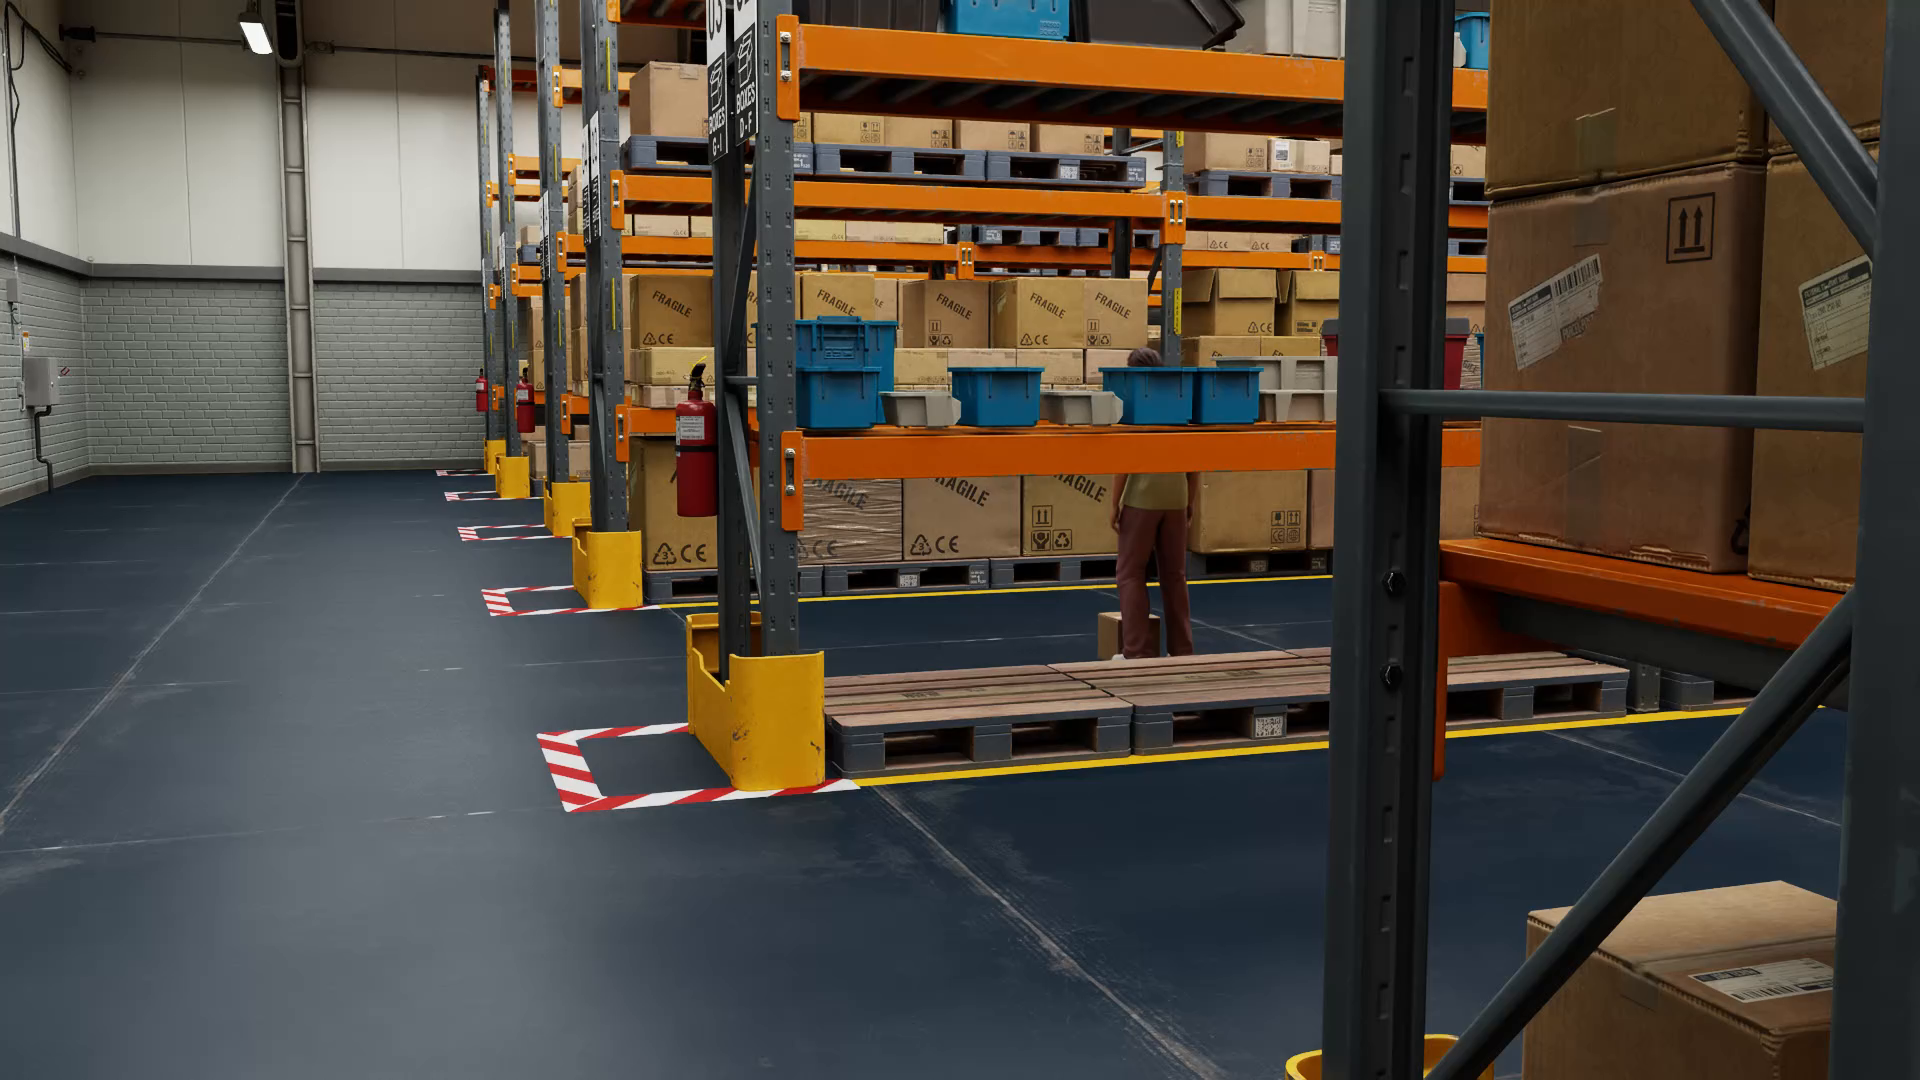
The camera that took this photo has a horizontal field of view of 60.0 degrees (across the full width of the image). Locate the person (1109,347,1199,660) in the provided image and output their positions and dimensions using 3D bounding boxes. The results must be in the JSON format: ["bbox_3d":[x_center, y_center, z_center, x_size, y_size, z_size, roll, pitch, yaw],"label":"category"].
[{"bbox_3d":[0.989,-0.157,8.579,0.511,1.671,0.362,-2,6,-22],"label":"person"}]
